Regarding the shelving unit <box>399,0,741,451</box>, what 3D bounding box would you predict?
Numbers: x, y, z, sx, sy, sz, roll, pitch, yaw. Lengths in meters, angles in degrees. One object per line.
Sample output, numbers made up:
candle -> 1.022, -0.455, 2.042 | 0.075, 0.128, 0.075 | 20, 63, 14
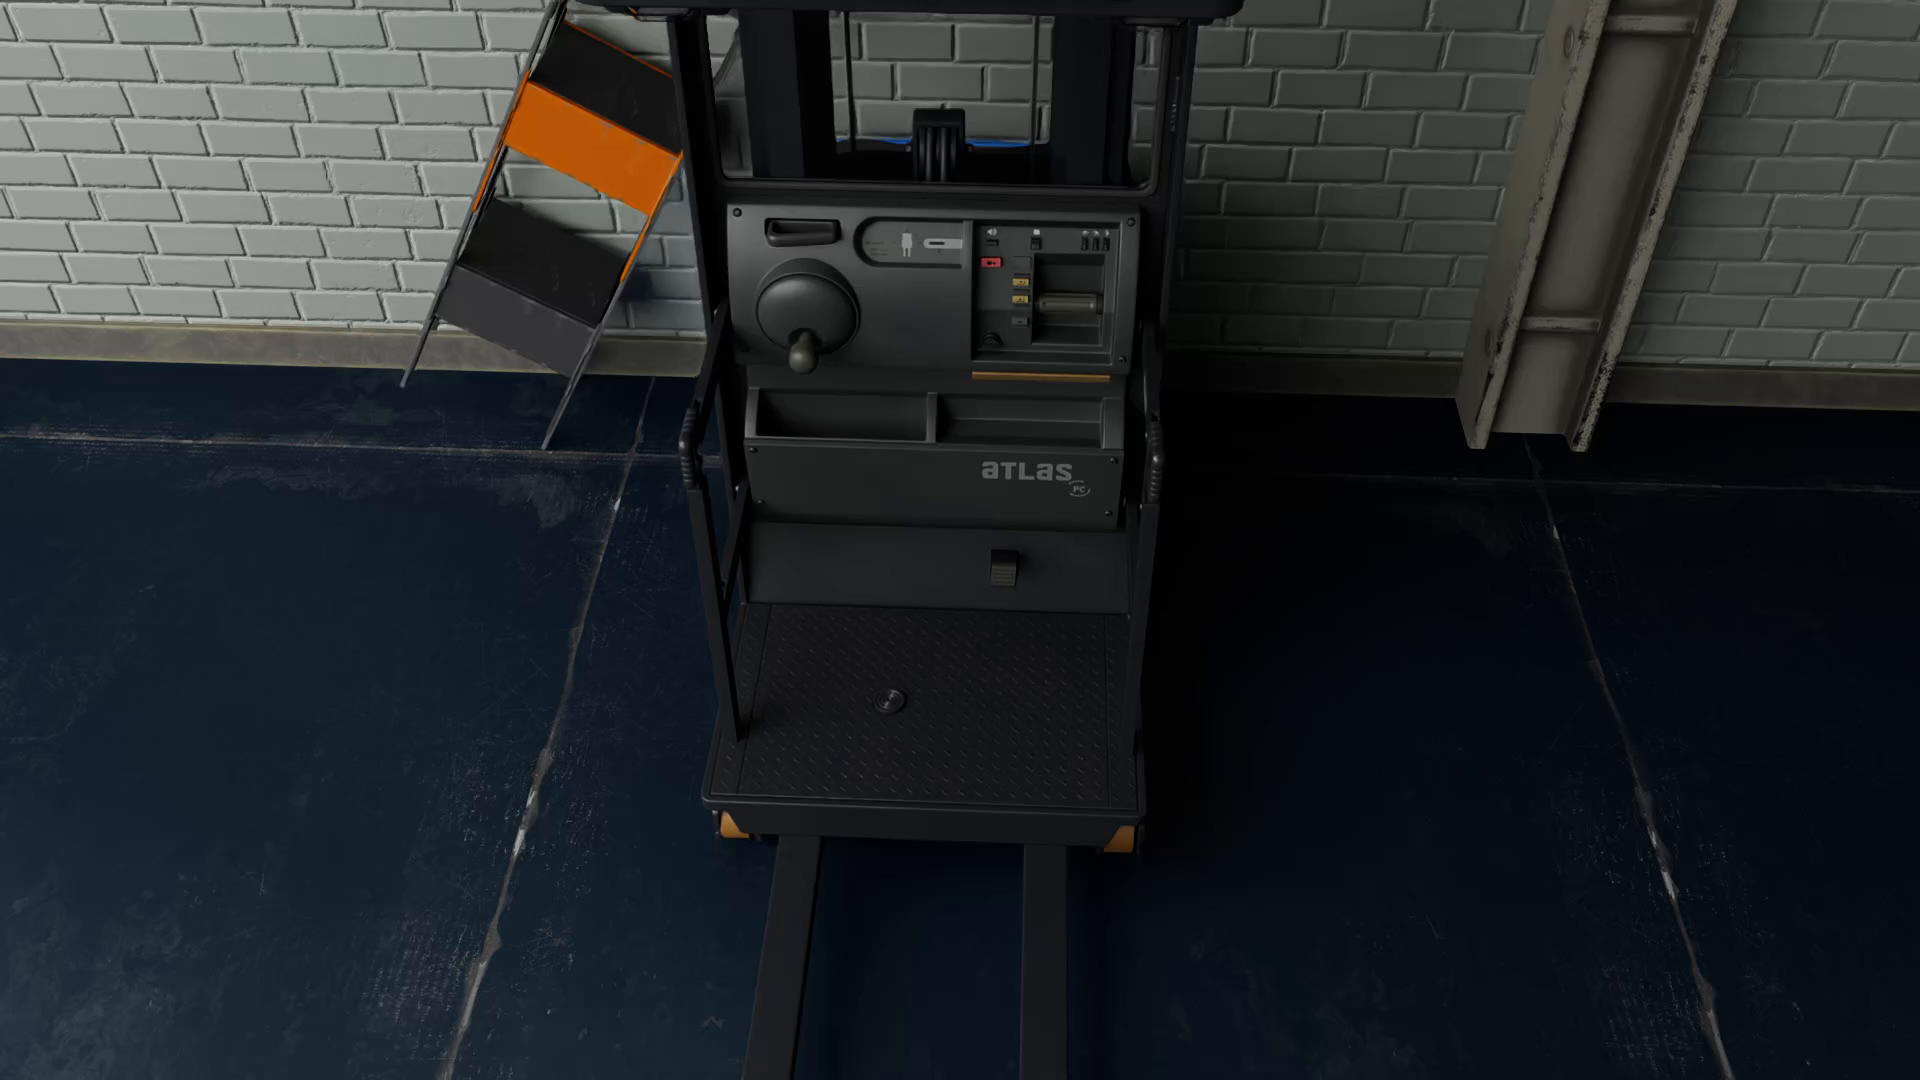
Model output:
shelving unit -> -1.093, -1.190, 4.987 | 0.503, 2.100, 0.431 | 25, 40, -15

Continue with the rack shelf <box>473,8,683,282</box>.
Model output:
rack shelf -> -1.099, -1.182, 4.996 | 0.480, 0.518, 0.431 | 25, 40, -15

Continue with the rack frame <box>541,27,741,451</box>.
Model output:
rack frame -> -0.879, -1.092, 5.052 | 0.015, 2.100, 0.400 | 25, 40, -15

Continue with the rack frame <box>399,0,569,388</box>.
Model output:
rack frame -> -1.307, -1.289, 4.923 | 0.015, 2.100, 0.400 | 25, 40, -15

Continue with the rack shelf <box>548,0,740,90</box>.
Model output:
rack shelf -> -0.767, -1.620, 4.563 | 0.480, 0.518, 0.431 | 25, 40, -15

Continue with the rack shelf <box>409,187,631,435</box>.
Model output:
rack shelf -> -1.431, -0.743, 5.428 | 0.480, 0.518, 0.431 | 25, 40, -15

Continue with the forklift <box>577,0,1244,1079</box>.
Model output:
forklift -> -0.069, -0.484, 3.619 | 1.130, 2.935, 3.031 | 2, 43, 2
